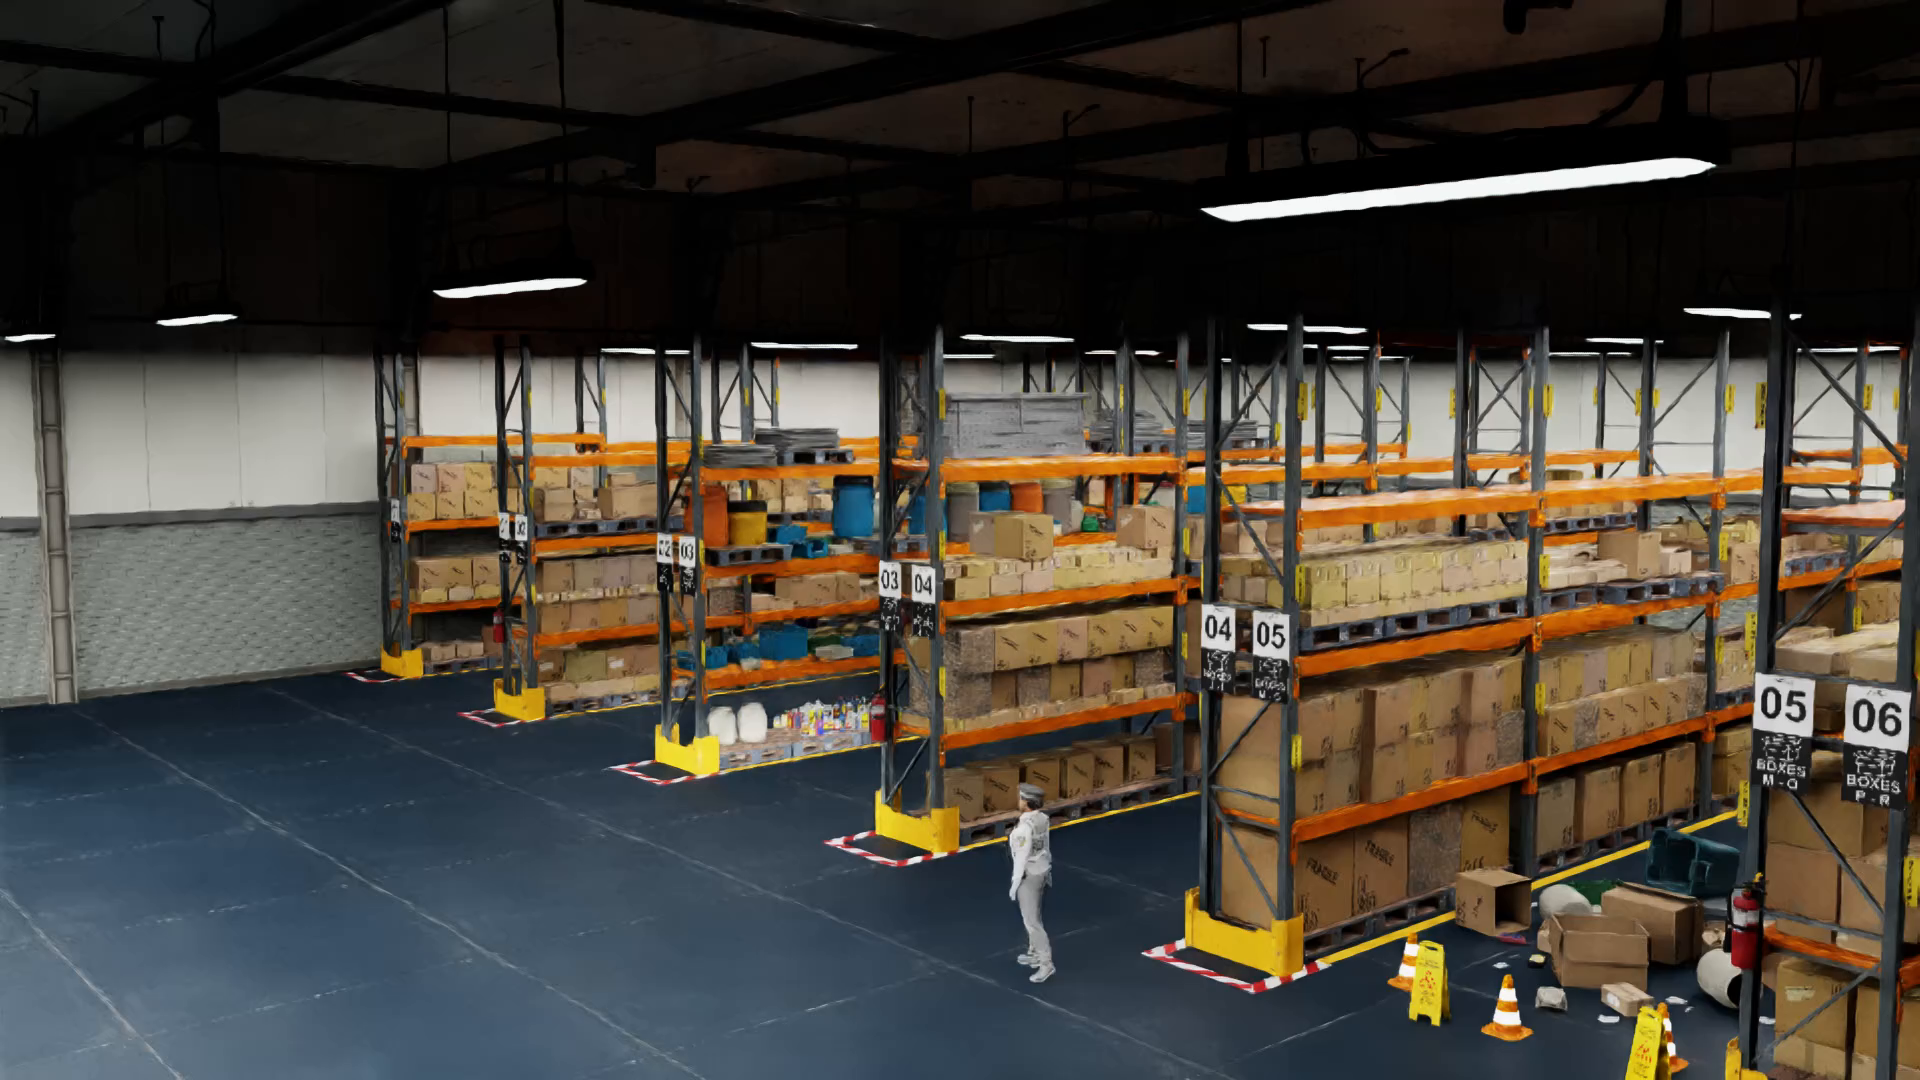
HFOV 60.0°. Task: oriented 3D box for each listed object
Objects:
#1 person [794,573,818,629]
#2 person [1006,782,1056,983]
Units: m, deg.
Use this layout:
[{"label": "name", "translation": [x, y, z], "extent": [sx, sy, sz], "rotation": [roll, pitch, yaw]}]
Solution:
[{"label": "person", "translation": [-2.984, 1.433, 32.367], "extent": [0.510, 1.596, 0.625], "rotation": [-5, 7, -41]}, {"label": "person", "translation": [0.654, 3.008, 14.723], "extent": [0.496, 1.668, 0.670], "rotation": [2, 6, 23]}]
